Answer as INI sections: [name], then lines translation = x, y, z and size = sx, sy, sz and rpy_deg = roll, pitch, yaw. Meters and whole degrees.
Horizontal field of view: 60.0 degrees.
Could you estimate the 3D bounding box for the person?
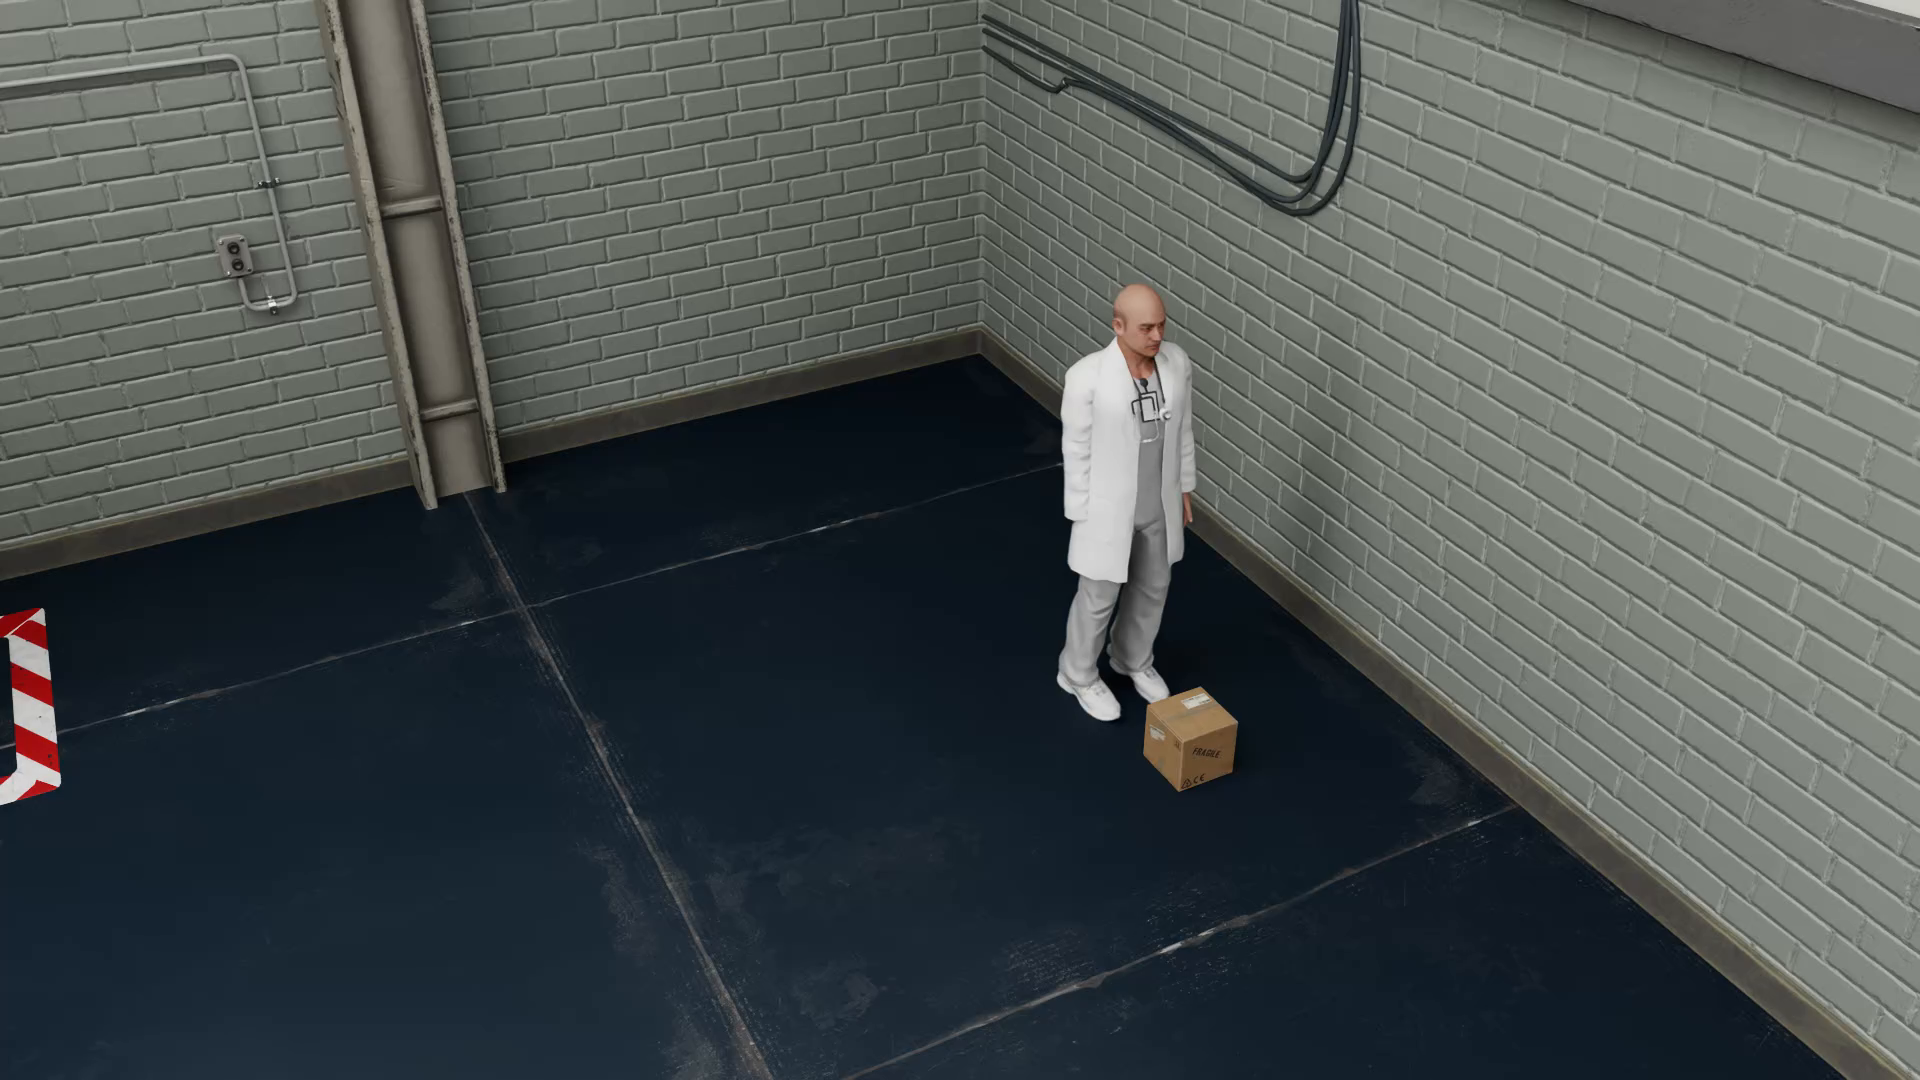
[person]
translation = 0.661, -0.132, 6.362
size = 0.564, 1.778, 0.380
rpy_deg = -15, 35, -22
